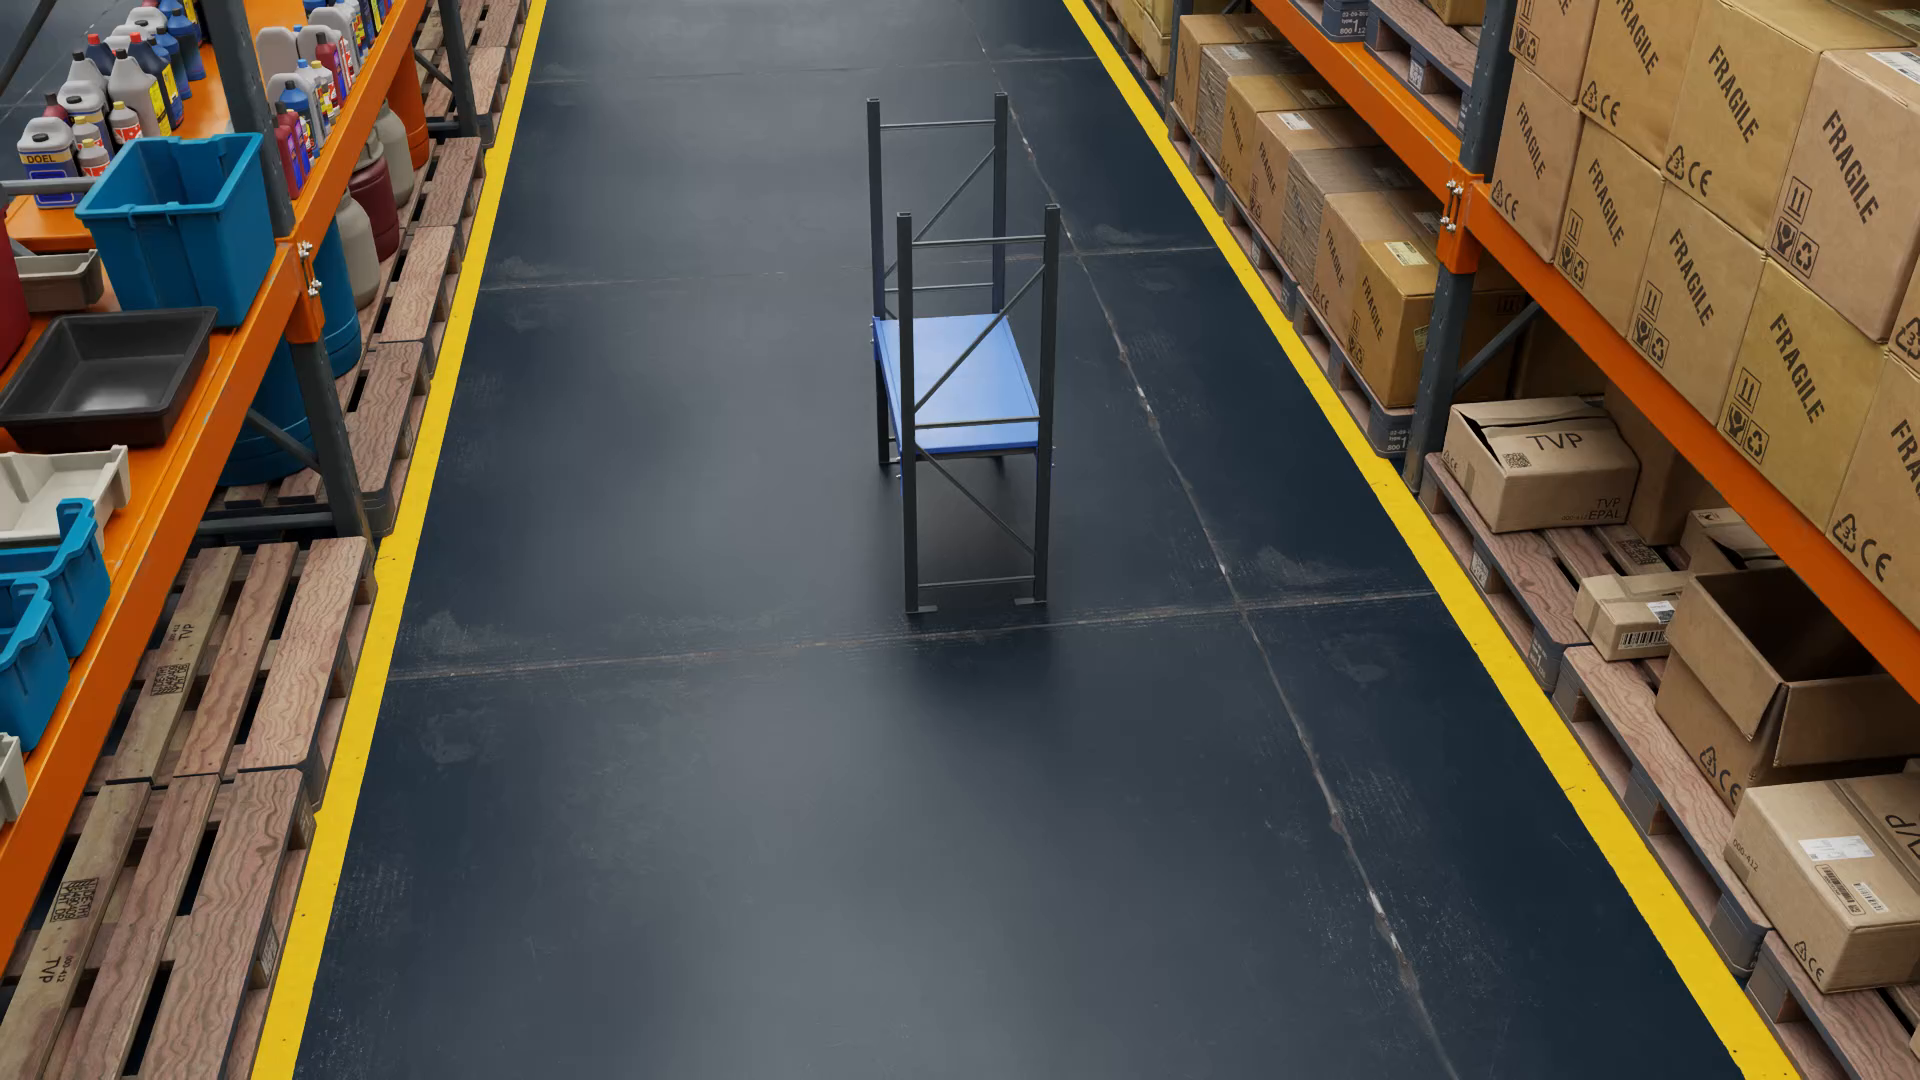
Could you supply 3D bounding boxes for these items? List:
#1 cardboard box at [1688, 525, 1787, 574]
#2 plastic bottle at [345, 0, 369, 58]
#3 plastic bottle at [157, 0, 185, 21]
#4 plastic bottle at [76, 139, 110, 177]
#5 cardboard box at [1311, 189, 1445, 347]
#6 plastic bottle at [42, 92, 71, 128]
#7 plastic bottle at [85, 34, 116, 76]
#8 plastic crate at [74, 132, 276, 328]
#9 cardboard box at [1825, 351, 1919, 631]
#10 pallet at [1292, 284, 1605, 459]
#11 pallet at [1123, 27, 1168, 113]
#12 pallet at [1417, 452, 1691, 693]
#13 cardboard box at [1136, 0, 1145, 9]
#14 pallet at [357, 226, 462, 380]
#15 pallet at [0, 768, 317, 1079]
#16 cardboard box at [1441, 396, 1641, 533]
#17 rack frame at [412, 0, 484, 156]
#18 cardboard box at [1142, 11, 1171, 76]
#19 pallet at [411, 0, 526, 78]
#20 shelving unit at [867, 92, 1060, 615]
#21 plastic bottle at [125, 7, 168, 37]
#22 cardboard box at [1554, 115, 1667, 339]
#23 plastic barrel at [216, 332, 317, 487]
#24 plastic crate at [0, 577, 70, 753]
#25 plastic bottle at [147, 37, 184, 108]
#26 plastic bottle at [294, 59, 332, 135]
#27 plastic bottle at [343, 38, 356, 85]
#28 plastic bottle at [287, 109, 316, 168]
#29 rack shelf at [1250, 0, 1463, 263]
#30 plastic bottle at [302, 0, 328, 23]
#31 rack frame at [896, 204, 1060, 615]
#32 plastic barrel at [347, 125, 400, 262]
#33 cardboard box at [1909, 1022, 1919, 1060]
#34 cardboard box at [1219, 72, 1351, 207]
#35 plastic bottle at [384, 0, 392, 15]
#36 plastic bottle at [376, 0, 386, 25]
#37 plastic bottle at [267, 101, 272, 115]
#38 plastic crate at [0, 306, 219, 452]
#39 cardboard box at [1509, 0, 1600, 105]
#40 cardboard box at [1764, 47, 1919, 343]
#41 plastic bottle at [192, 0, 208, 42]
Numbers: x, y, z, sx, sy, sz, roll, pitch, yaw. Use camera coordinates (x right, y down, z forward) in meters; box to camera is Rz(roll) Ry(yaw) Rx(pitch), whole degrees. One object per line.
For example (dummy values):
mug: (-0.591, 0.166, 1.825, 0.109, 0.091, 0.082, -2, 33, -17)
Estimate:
cardboard box: (2.716, 0.158, 5.351, 0.500, 0.311, 0.500, -4, 35, -6)
plastic bottle: (-2.494, -2.114, 6.803, 0.097, 0.271, 0.097, 0, 34, 0)
plastic bottle: (-3.192, -2.087, 6.763, 0.097, 0.271, 0.097, 0, 34, 0)
plastic bottle: (-2.904, -1.246, 5.592, 0.097, 0.201, 0.097, 0, 34, 0)
cardboard box: (1.849, -1.165, 7.125, 0.500, 0.500, 0.500, -4, 35, -6)
plastic bottle: (-3.101, -1.386, 5.724, 0.061, 0.283, 0.133, -4, 35, -6)
plastic bottle: (-3.124, -1.684, 6.101, 0.144, 0.351, 0.185, -4, 35, -6)
plastic crate: (-2.251, -0.897, 4.863, 0.392, 0.384, 0.575, -4, 35, -6)
cardboard box: (2.330, -0.093, 3.634, 0.500, 0.500, 0.500, -4, 34, -6)
pallet: (2.110, -0.785, 7.214, 1.003, 0.211, 1.213, -4, 35, -6)
pallet: (1.647, -3.028, 10.506, 1.003, 0.211, 1.213, -4, 35, -6)
pallet: (2.349, 0.050, 5.990, 1.003, 0.211, 1.213, -4, 35, -6)
cardboard box: (1.328, -3.551, 10.367, 0.500, 0.311, 0.500, -5, 35, -7)
pallet: (-2.882, -1.077, 7.643, 1.003, 0.211, 1.213, -4, 35, -6)
pallet: (-2.347, 1.129, 4.406, 1.003, 0.211, 1.213, -4, 35, -6)
cardboard box: (2.099, -0.306, 6.033, 0.500, 0.311, 0.500, -4, 35, -6)
rack frame: (-3.190, -3.345, 8.495, 1.000, 3.000, 0.127, -4, 35, -6)
cardboard box: (1.407, -3.031, 10.102, 0.500, 0.250, 0.500, -4, 34, -5)
pallet: (-3.416, -3.307, 10.916, 1.003, 0.211, 1.213, -4, 35, -6)
shelving unit: (-0.011, -0.667, 5.897, 0.538, 1.500, 1.048, -4, 35, -6)
plastic bottle: (-3.191, -1.947, 6.554, 0.152, 0.276, 0.135, -4, 35, -6)
cardboard box: (2.128, -0.937, 4.873, 0.500, 0.500, 0.500, -4, 34, -6)
plastic barrel: (-2.708, -0.724, 6.140, 0.600, 0.901, 0.708, -4, 35, -6)
plastic crate: (-1.998, 0.266, 3.292, 0.416, 0.233, 0.300, -4, 35, -6)
plastic bottle: (-3.021, -1.761, 6.284, 0.097, 0.271, 0.097, 0, 34, 0)
plastic bottle: (-2.374, -1.618, 6.075, 0.097, 0.271, 0.097, 0, 34, 0)
plastic bottle: (-2.449, -1.902, 6.553, 0.097, 0.201, 0.097, 0, 34, 0)
plastic bottle: (-2.330, -1.405, 5.825, 0.097, 0.201, 0.097, 0, 34, 0)
rack shelf: (1.988, -2.305, 7.608, 1.077, 0.370, 4.000, -4, 35, -6)
plastic bottle: (-2.650, -2.158, 6.867, 0.097, 0.271, 0.097, 0, 34, 0)
rack frame: (0.057, -0.384, 5.481, 0.500, 1.500, 0.032, -4, 35, -6)
plastic barrel: (-2.955, -1.620, 7.733, 0.600, 0.588, 0.708, -4, 35, -6)
cardboard box: (2.513, 1.217, 3.925, 0.380, 0.166, 0.250, -4, 35, -6)
cardboard box: (1.636, -2.020, 8.379, 0.500, 0.500, 0.500, -5, 35, -7)
plastic bottle: (-2.559, -2.466, 7.308, 0.061, 0.283, 0.133, -4, 35, -6)
plastic bottle: (-2.579, -2.402, 7.154, 0.144, 0.351, 0.185, -4, 35, -6)
plastic bottle: (-2.507, -1.503, 5.968, 0.097, 0.201, 0.097, 0, 34, 0)
plastic crate: (-2.235, -0.420, 4.394, 0.437, 0.125, 0.590, -4, 35, -6)
cardboard box: (2.042, -1.656, 5.040, 0.500, 0.500, 0.500, -4, 34, -5)
cardboard box: (2.251, -0.794, 3.774, 0.500, 0.500, 0.500, -3, 34, -5)
plastic bottle: (-3.265, -2.254, 7.004, 0.152, 0.276, 0.135, -4, 35, -6)
